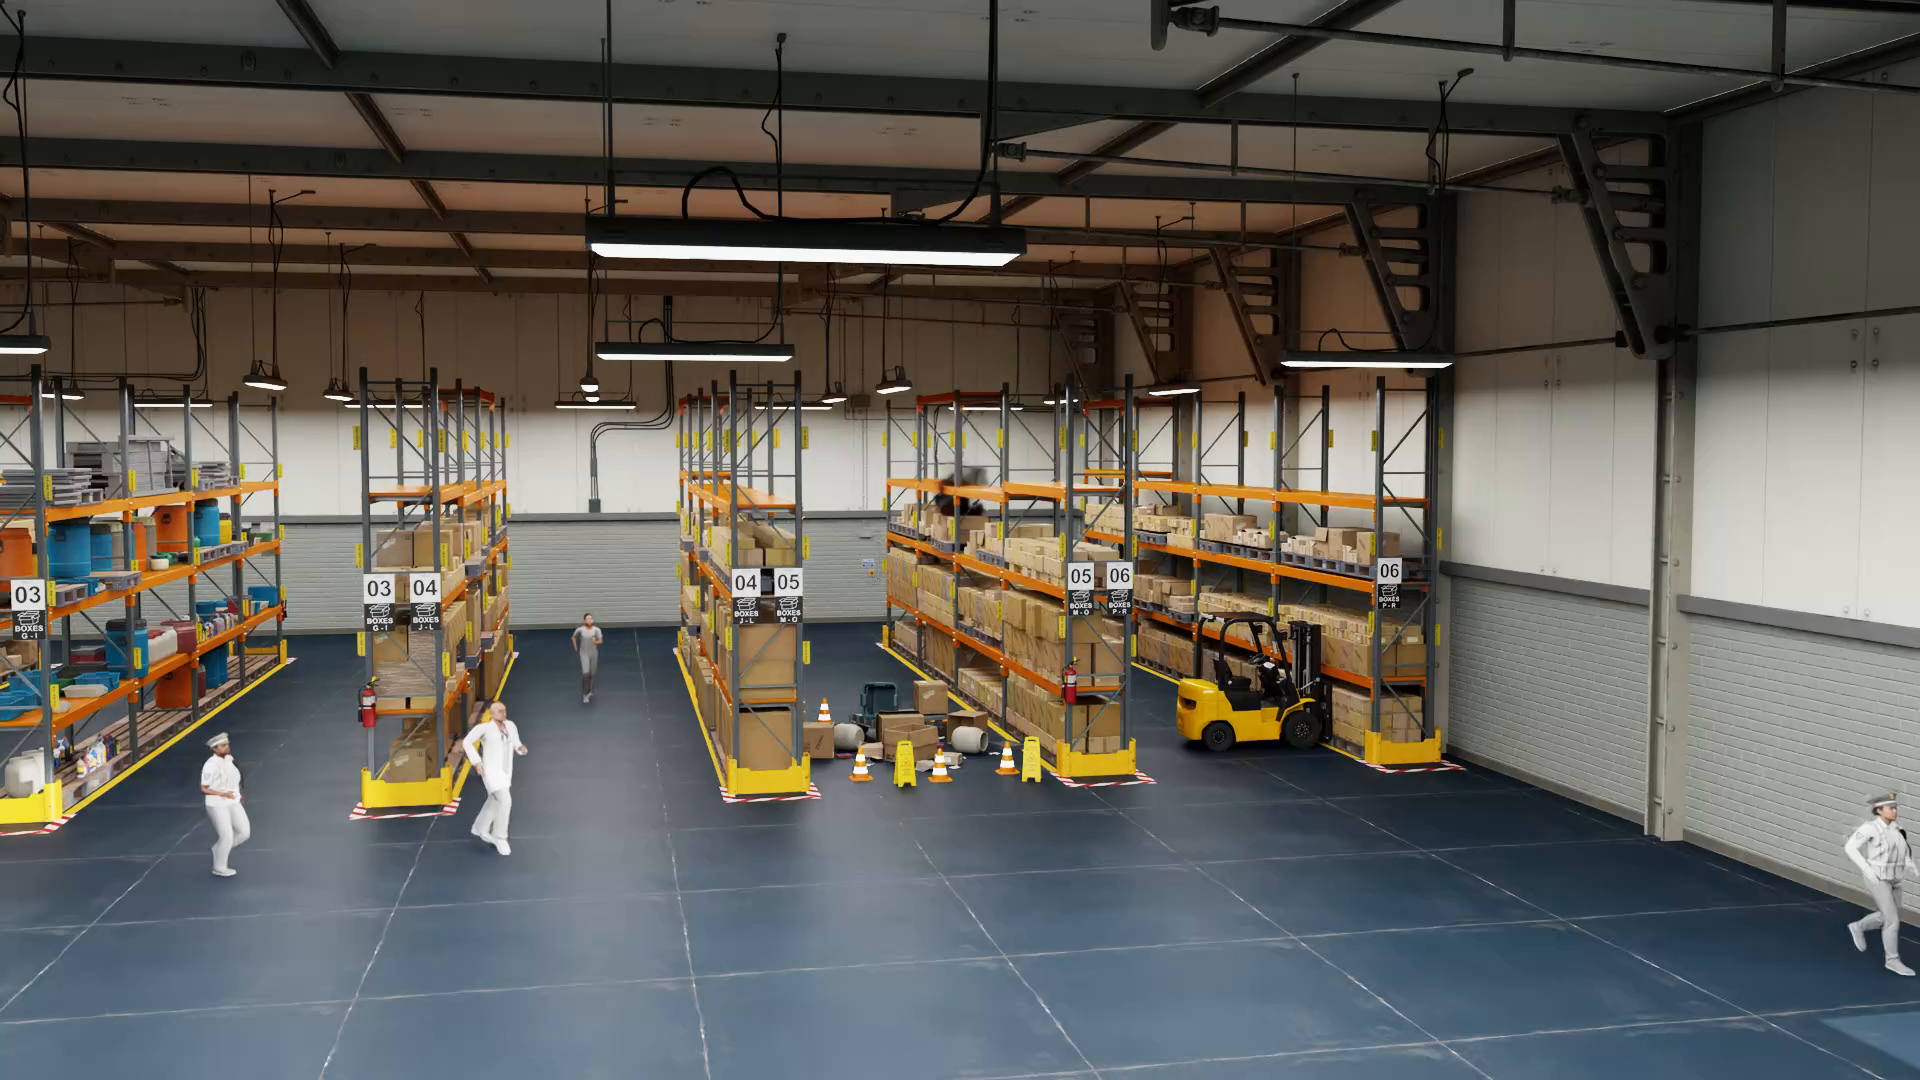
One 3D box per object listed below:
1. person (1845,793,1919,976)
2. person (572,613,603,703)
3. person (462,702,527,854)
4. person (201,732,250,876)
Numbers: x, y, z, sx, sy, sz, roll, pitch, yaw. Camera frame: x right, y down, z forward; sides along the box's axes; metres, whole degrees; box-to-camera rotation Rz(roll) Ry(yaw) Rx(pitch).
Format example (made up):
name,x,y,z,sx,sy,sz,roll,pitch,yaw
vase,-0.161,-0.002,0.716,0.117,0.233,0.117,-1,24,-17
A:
name,x,y,z,sx,sy,sz,roll,pitch,yaw
person,8.745,3.216,15.799,0.637,1.682,0.763,-1,4,-21
person,-7.159,2.262,32.033,0.531,1.719,0.738,-2,4,-24
person,-5.698,2.998,20.441,0.864,1.643,0.695,2,4,28
person,-8.433,3.032,19.121,0.568,1.654,0.570,1,4,18
